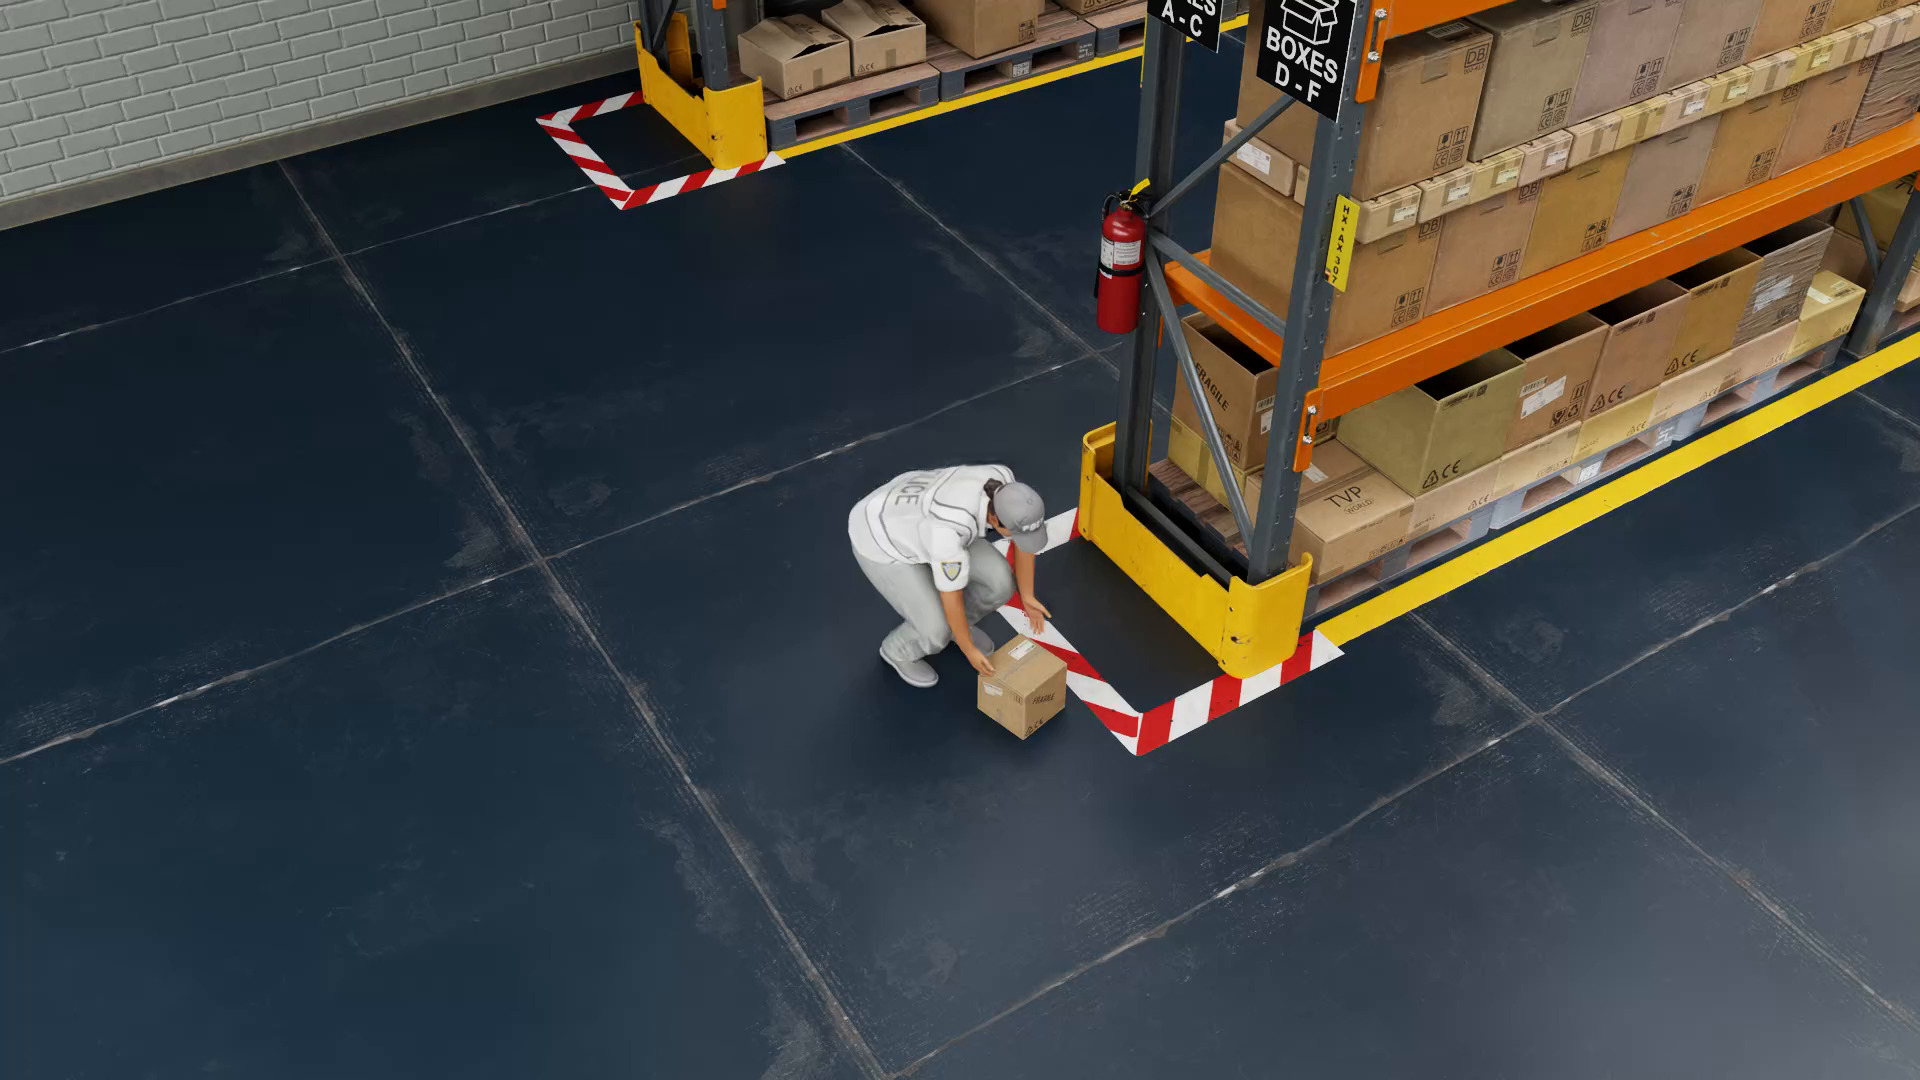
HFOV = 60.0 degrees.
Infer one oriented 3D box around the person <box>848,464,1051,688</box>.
[{"bbox_3d":[-0.029,0.087,6.516,0.837,1.067,0.536,32,50,31],"label":"person"}]
